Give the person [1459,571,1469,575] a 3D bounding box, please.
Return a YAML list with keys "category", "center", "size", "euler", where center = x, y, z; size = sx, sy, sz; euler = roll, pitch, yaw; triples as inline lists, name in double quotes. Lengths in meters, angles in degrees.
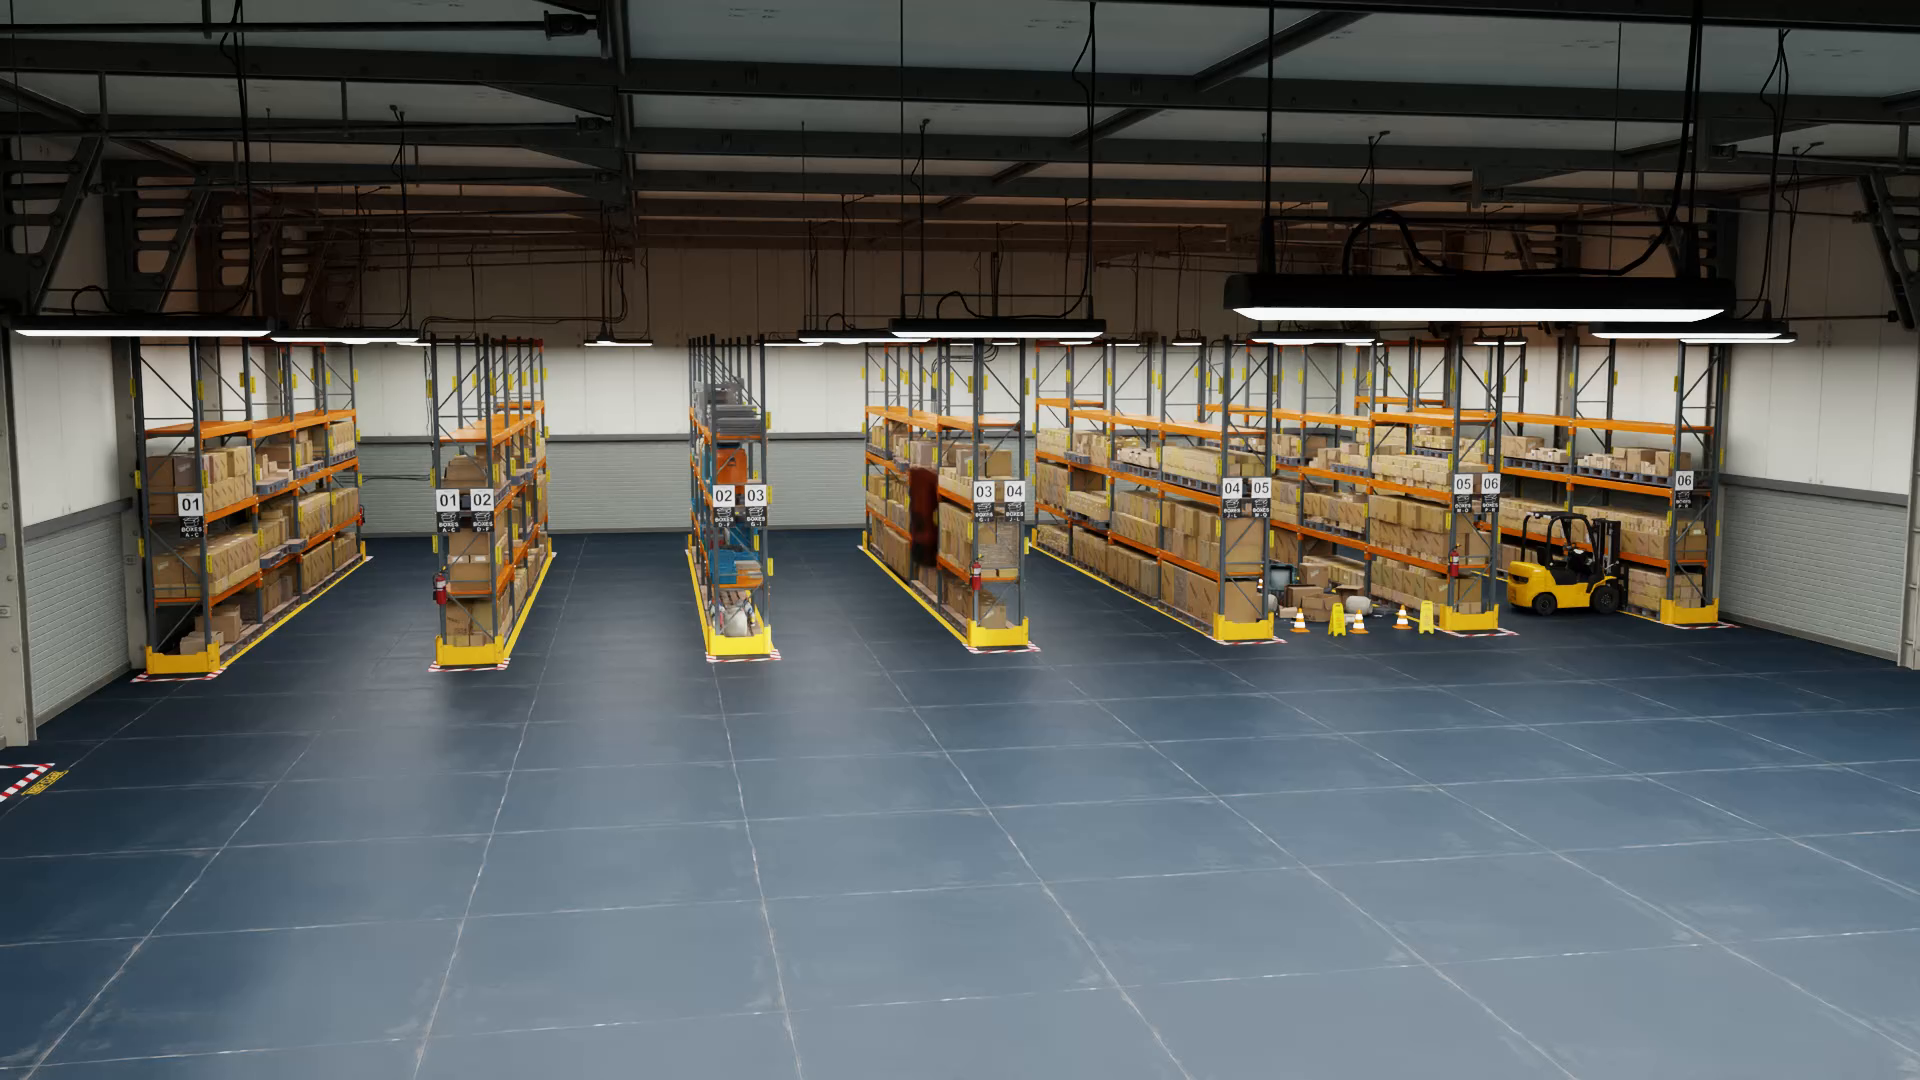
- category: "person"
  center: [11.459, 0.544, 38.060]
  size: [0.538, 1.776, 0.604]
  euler: [-2, 7, -14]
